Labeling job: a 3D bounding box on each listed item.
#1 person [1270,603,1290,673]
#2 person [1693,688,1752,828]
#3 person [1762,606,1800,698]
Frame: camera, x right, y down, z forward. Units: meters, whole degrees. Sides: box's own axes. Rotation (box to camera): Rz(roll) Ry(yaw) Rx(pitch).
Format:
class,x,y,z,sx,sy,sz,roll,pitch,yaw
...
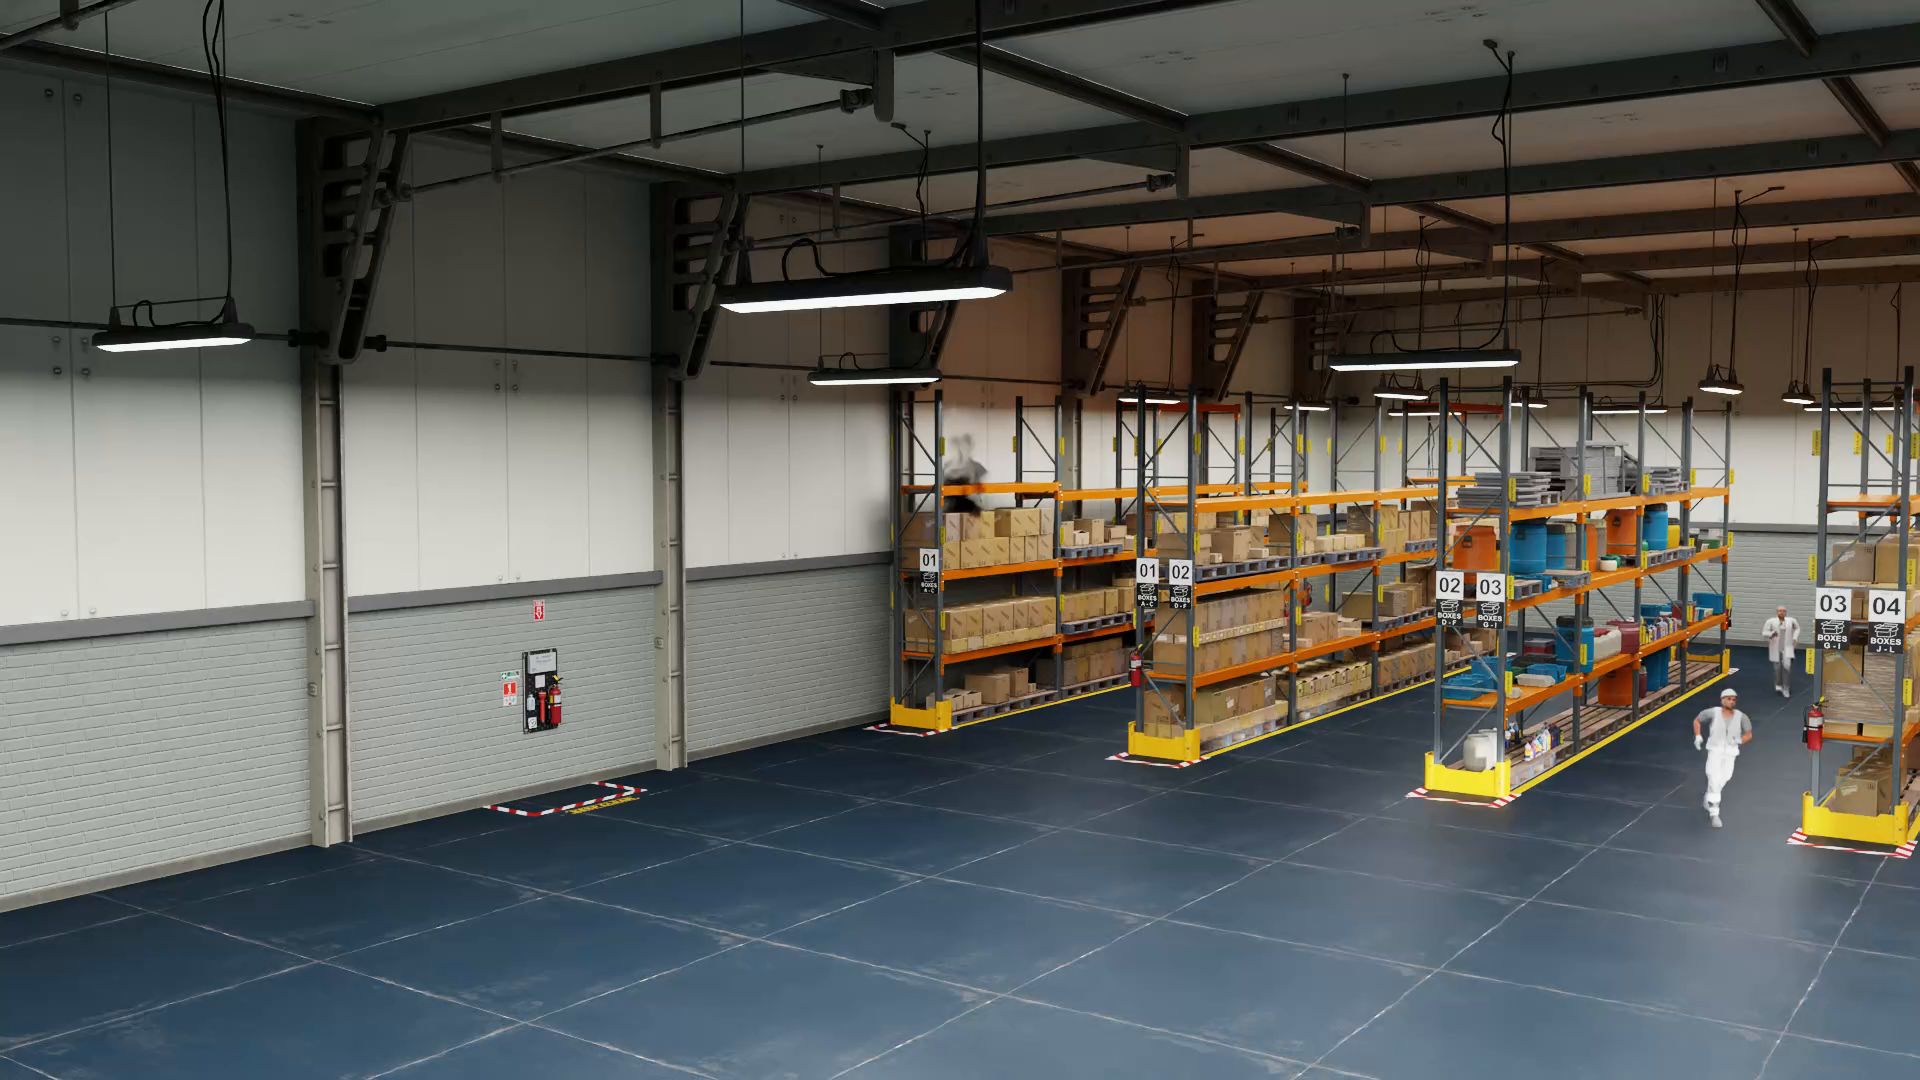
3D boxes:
class,x,y,z,sx,sy,sz,roll,pitch,yaw
person,6.750,2.182,35.109,0.641,1.802,0.745,2,4,30
person,10.182,2.862,22.186,0.702,1.781,1.007,1,3,10
person,16.510,2.239,33.455,0.683,1.851,0.868,2,4,25
